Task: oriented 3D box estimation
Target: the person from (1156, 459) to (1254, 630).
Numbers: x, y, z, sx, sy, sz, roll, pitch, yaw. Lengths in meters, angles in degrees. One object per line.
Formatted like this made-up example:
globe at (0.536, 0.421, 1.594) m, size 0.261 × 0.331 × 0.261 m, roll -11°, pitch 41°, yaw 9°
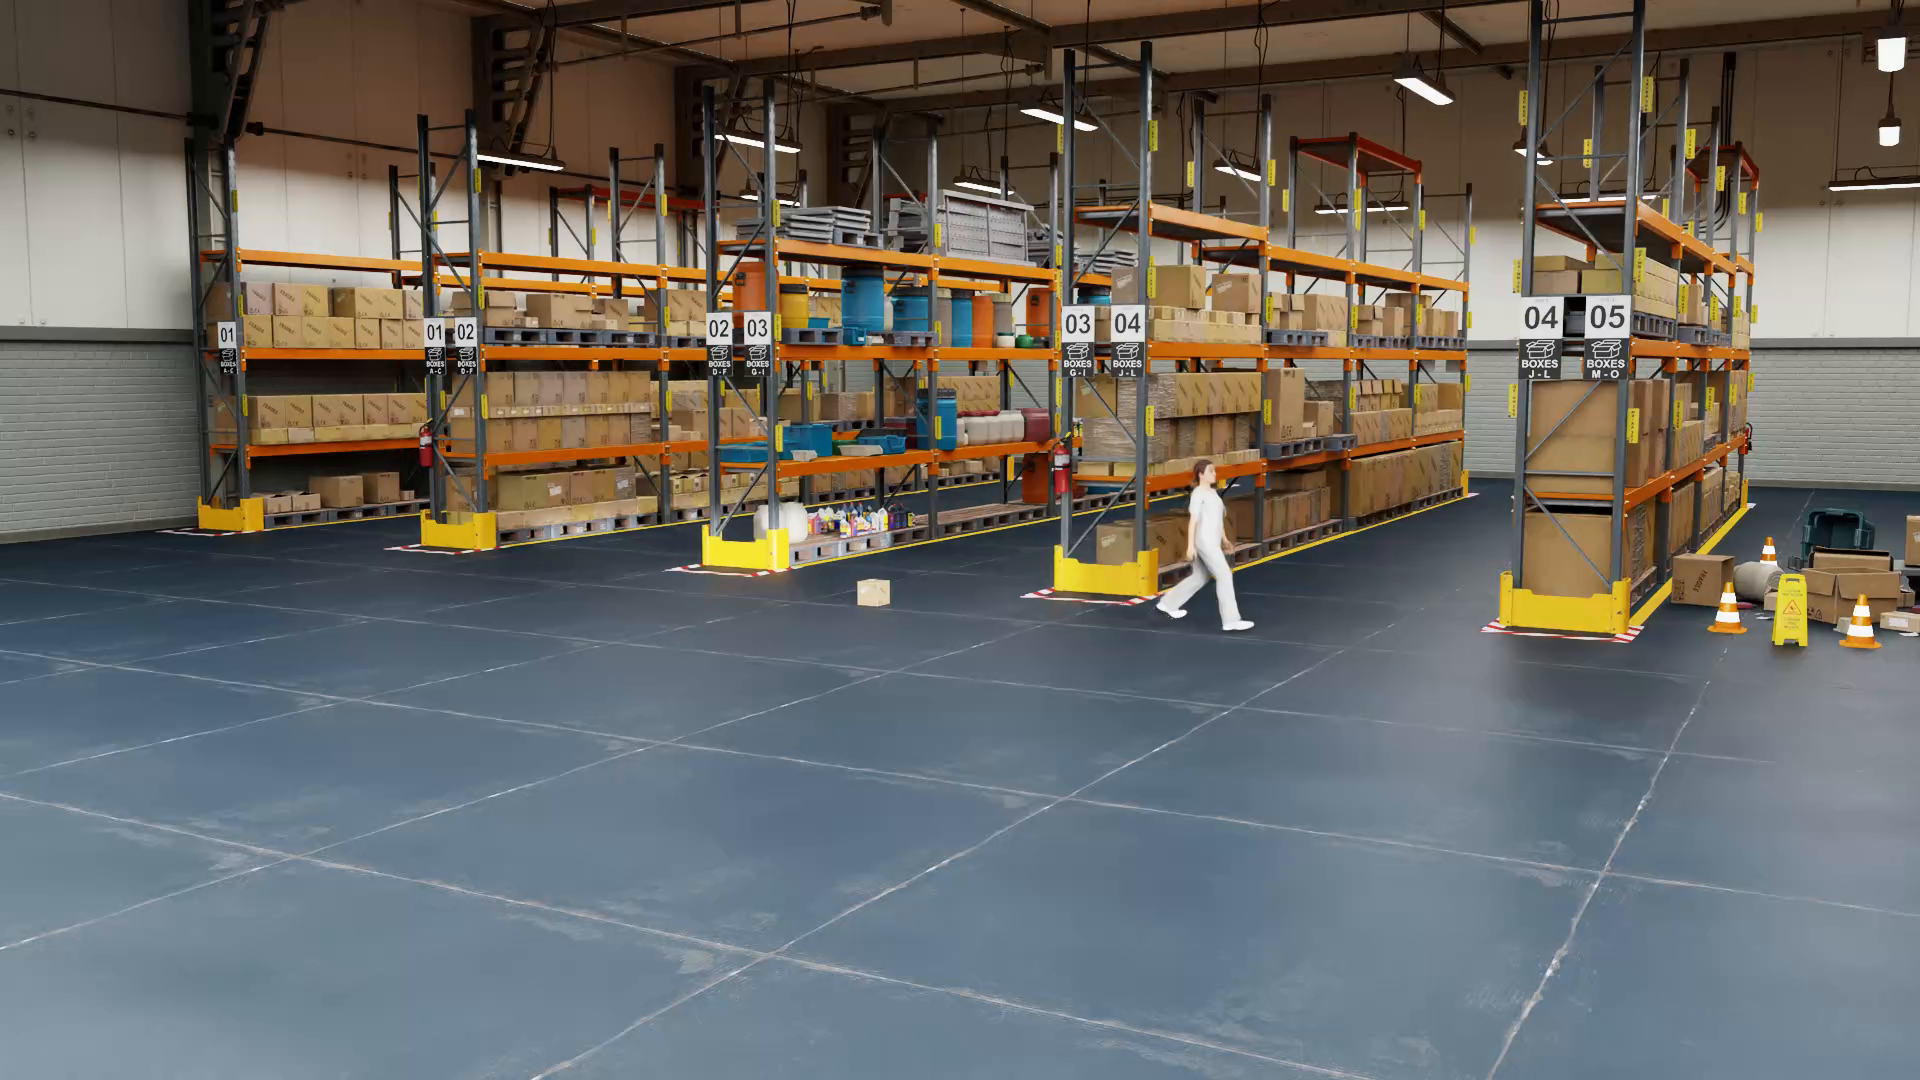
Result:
person at (2.365, 0.033, 16.015) m, size 1.015 × 1.625 × 0.442 m, roll 3°, pitch 7°, yaw 25°
